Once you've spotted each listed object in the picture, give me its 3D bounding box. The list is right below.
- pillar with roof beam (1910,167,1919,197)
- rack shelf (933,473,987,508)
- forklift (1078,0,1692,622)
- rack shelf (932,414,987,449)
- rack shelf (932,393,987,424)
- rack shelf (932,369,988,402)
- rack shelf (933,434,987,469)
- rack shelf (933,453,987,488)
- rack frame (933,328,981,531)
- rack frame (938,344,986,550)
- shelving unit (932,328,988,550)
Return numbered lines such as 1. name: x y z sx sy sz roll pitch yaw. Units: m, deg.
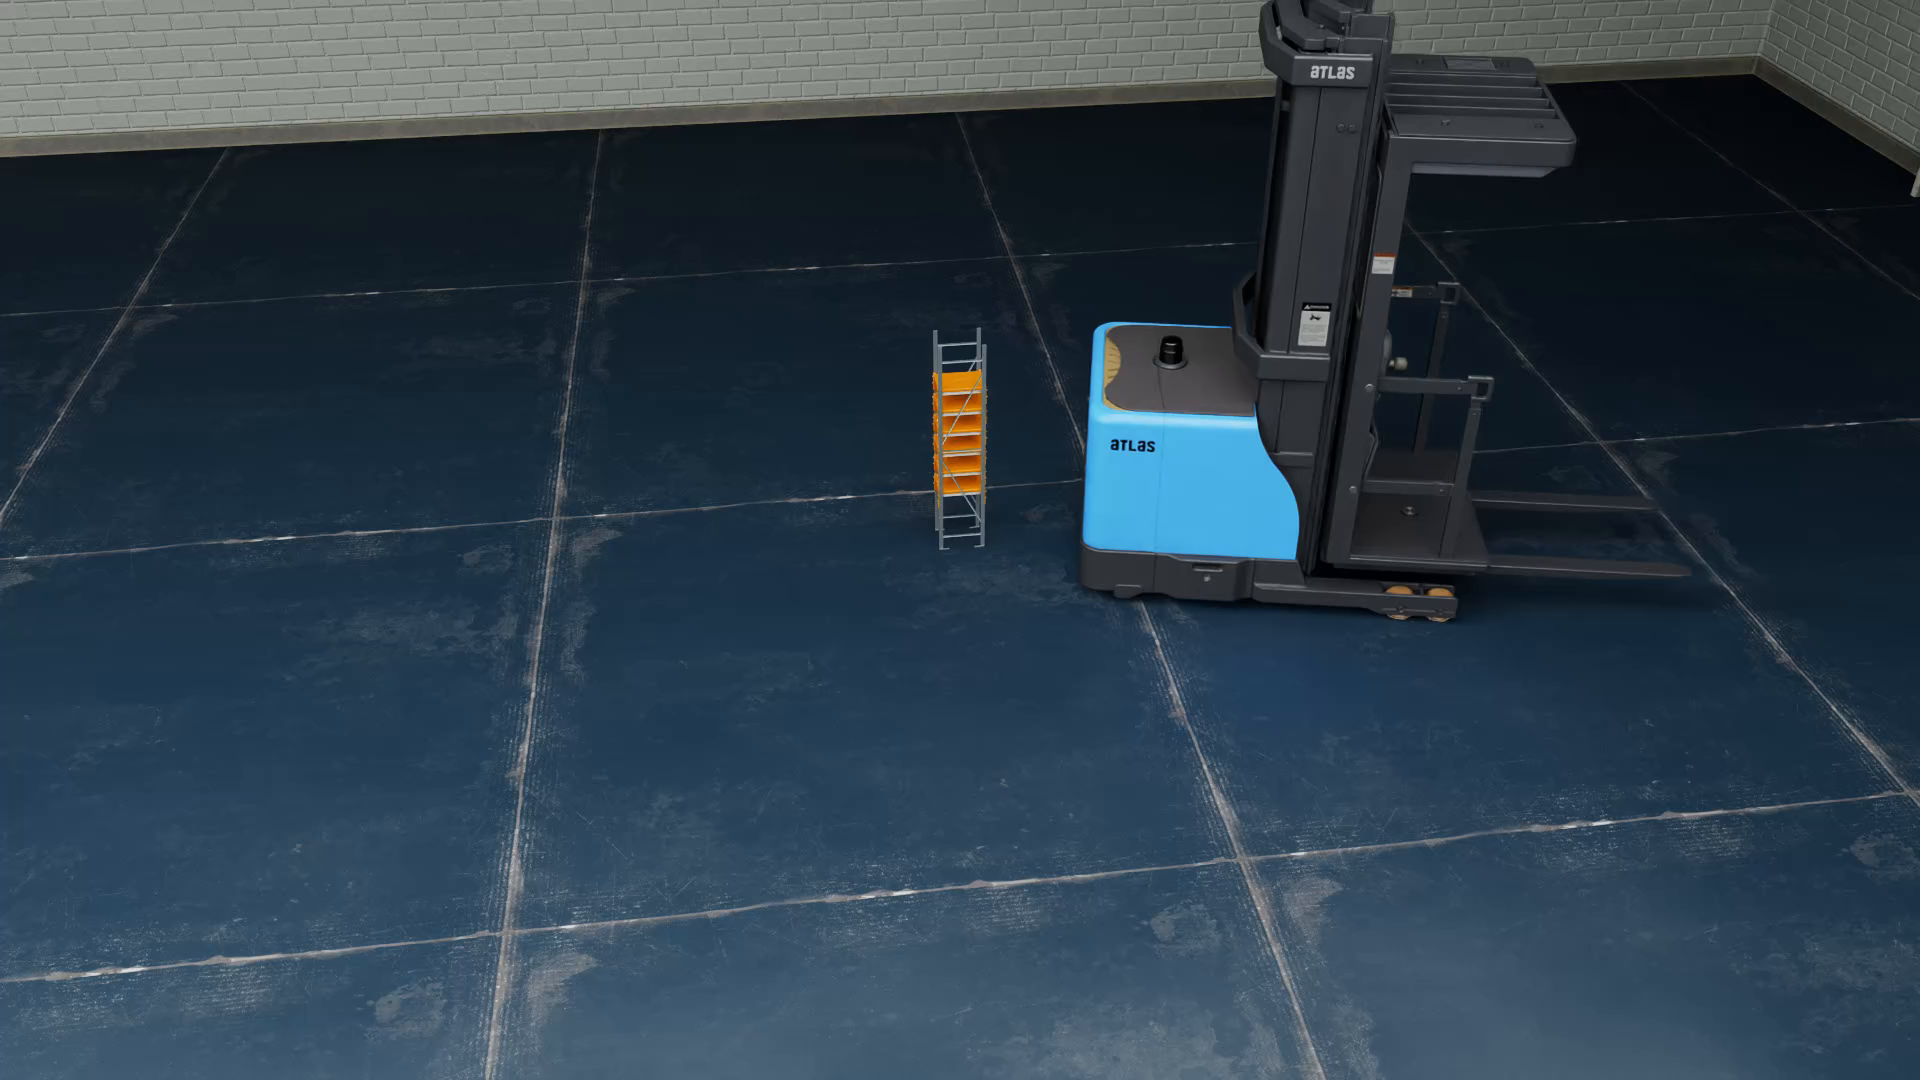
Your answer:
1. pillar with roof beam: 3.213 -5.953 9.623 9.100 9.000 0.400 -4 35 -6
2. rack shelf: -0.002 -0.269 8.713 0.258 0.103 0.180 -4 35 -6
3. forklift: 2.149 -1.120 7.919 3.031 2.935 1.130 3 34 4
4. rack shelf: -0.002 -0.566 8.510 0.258 0.103 0.180 -4 35 -6
5. rack shelf: -0.002 -0.665 8.442 0.258 0.103 0.180 -4 35 -6
6. rack shelf: -0.002 -0.765 8.375 0.258 0.103 0.180 -4 35 -6
7. rack shelf: -0.002 -0.467 8.578 0.258 0.103 0.180 -4 35 -6
8. rack shelf: -0.002 -0.368 8.645 0.258 0.103 0.180 -4 35 -6
9. rack frame: -0.014 -0.555 8.628 0.240 1.200 0.006 -4 35 -6
10. rack frame: 0.010 -0.453 8.478 0.240 1.200 0.006 -4 35 -6
11. shelving unit: -0.002 -0.504 8.553 0.258 1.200 0.189 -4 35 -6
